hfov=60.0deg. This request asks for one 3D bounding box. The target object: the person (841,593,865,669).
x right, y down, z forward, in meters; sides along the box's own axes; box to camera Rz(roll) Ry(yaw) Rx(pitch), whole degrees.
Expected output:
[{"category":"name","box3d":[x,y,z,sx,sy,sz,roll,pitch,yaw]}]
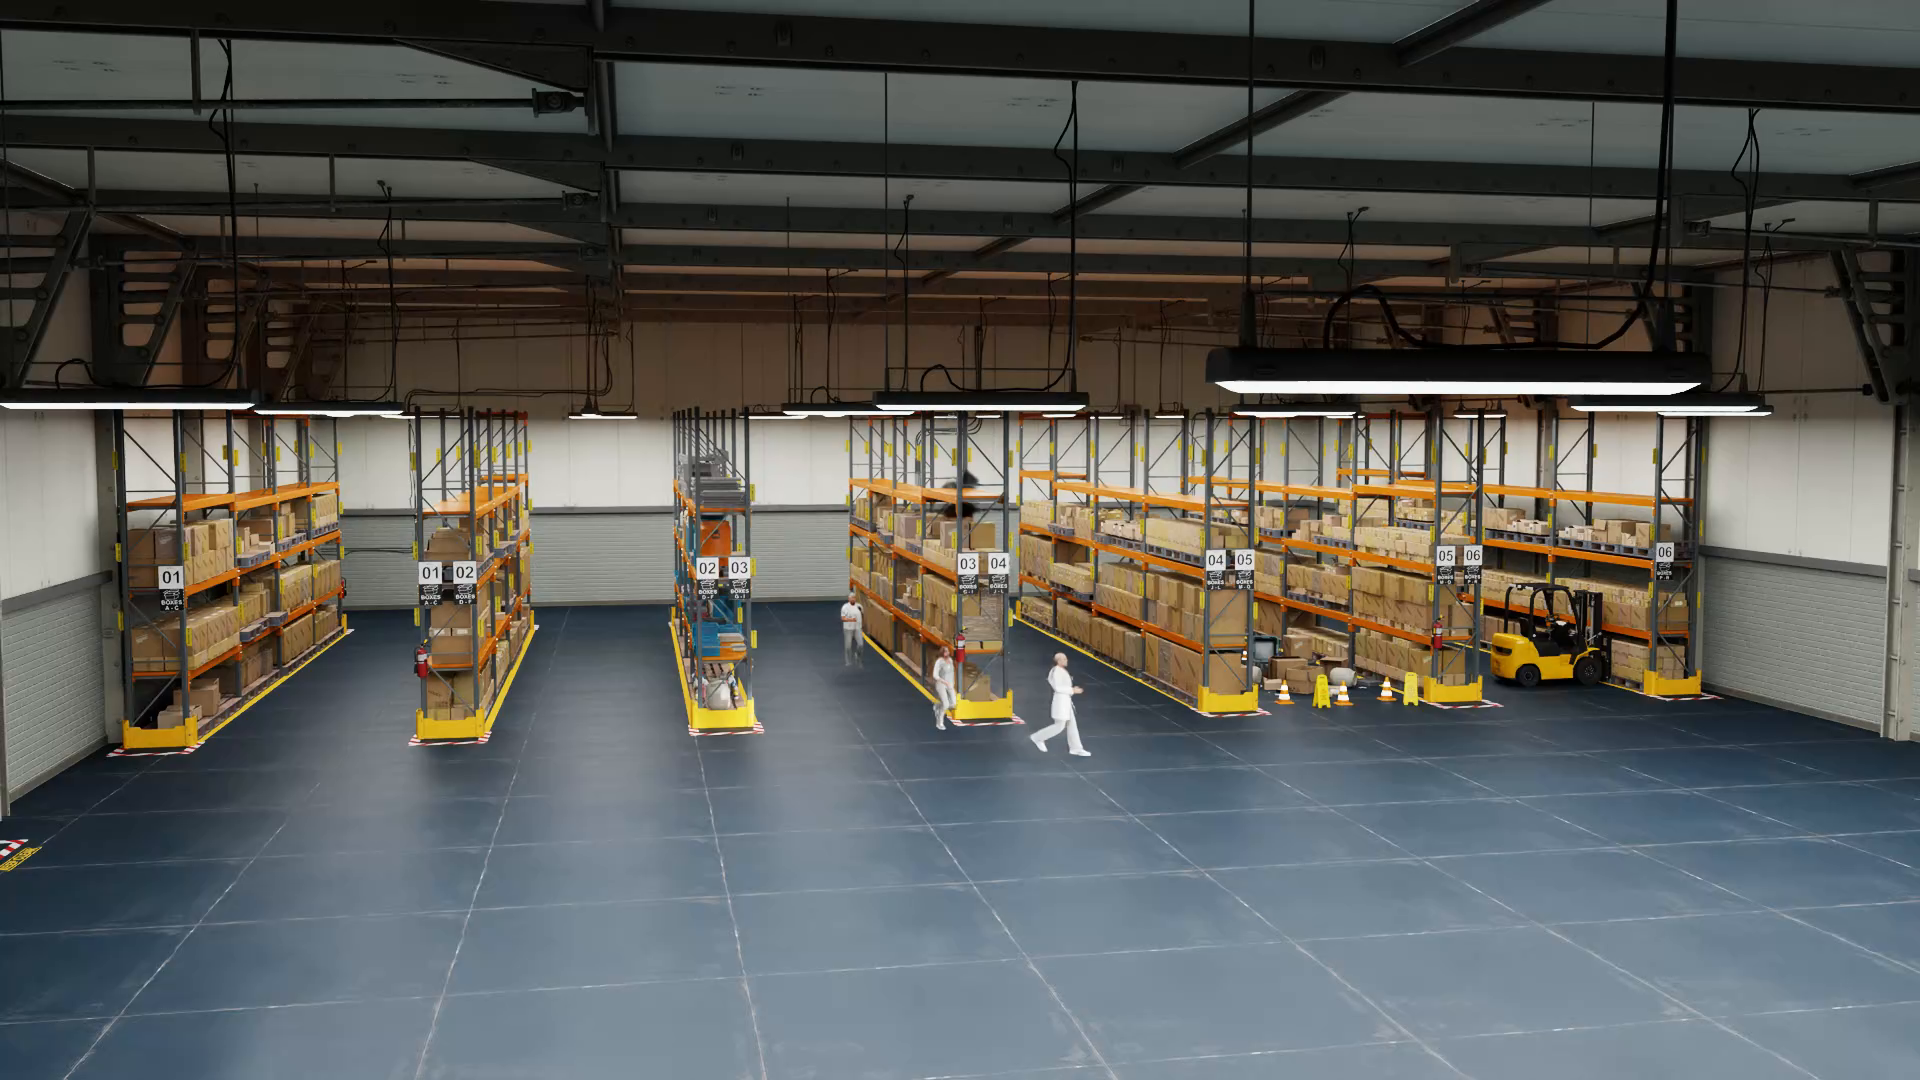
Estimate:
[{"category":"person","box3d":[-2.347,2.018,36.870,0.601,1.710,0.645,-1,4,-18]}]

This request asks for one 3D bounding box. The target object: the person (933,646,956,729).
[{"category":"person","box3d":[-0.285,2.749,31.048,0.571,1.567,0.605,-4,5,-42]}]

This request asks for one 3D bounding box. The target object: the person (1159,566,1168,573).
[{"category":"person","box3d":[6.431,1.347,50.927,0.818,1.574,0.593,0,4,4]}]

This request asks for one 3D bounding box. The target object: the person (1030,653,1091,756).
[{"category":"person","box3d":[1.719,2.804,28.333,1.040,1.773,0.710,1,4,12]}]
